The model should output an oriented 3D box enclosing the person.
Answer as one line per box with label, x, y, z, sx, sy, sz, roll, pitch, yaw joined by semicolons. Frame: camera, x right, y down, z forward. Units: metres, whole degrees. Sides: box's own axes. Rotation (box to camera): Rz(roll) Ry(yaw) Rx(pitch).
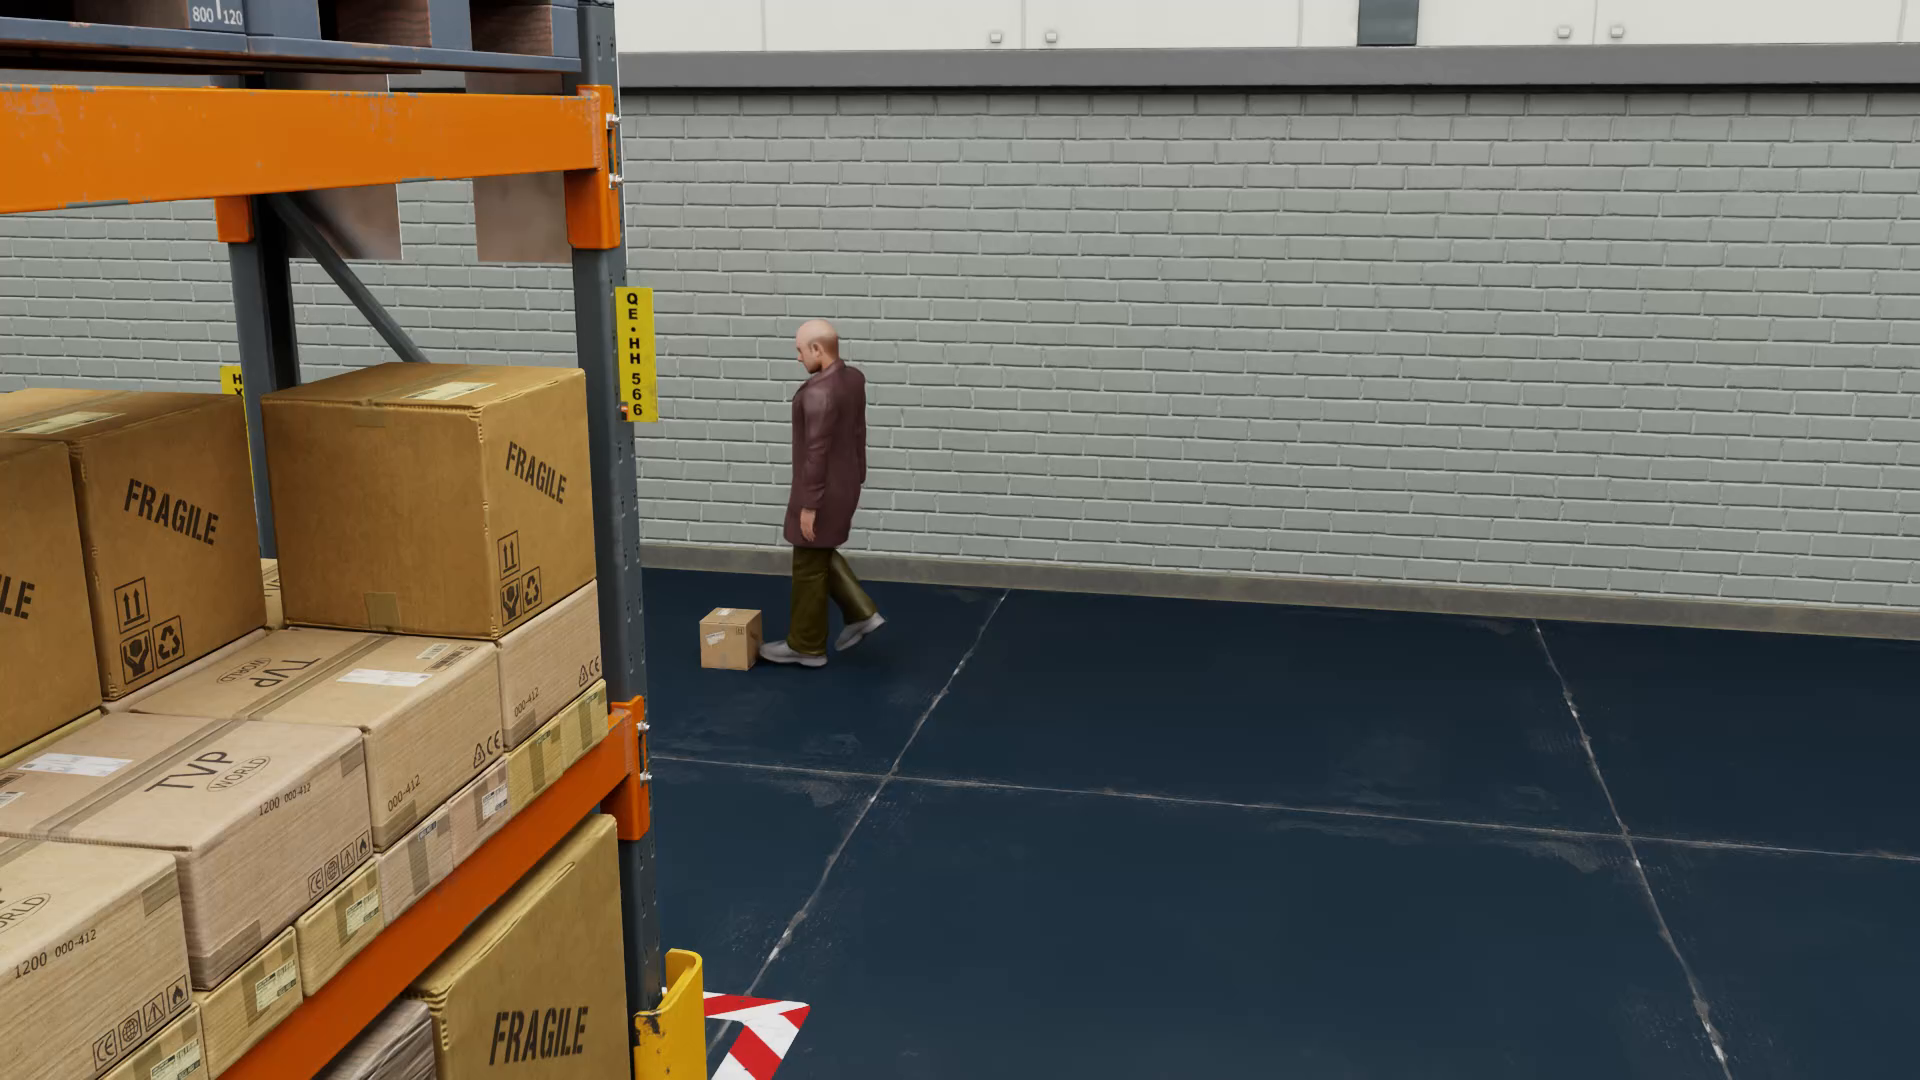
person;-0.734;-0.228;8.334;0.608;1.772;0.604;5;15;18
